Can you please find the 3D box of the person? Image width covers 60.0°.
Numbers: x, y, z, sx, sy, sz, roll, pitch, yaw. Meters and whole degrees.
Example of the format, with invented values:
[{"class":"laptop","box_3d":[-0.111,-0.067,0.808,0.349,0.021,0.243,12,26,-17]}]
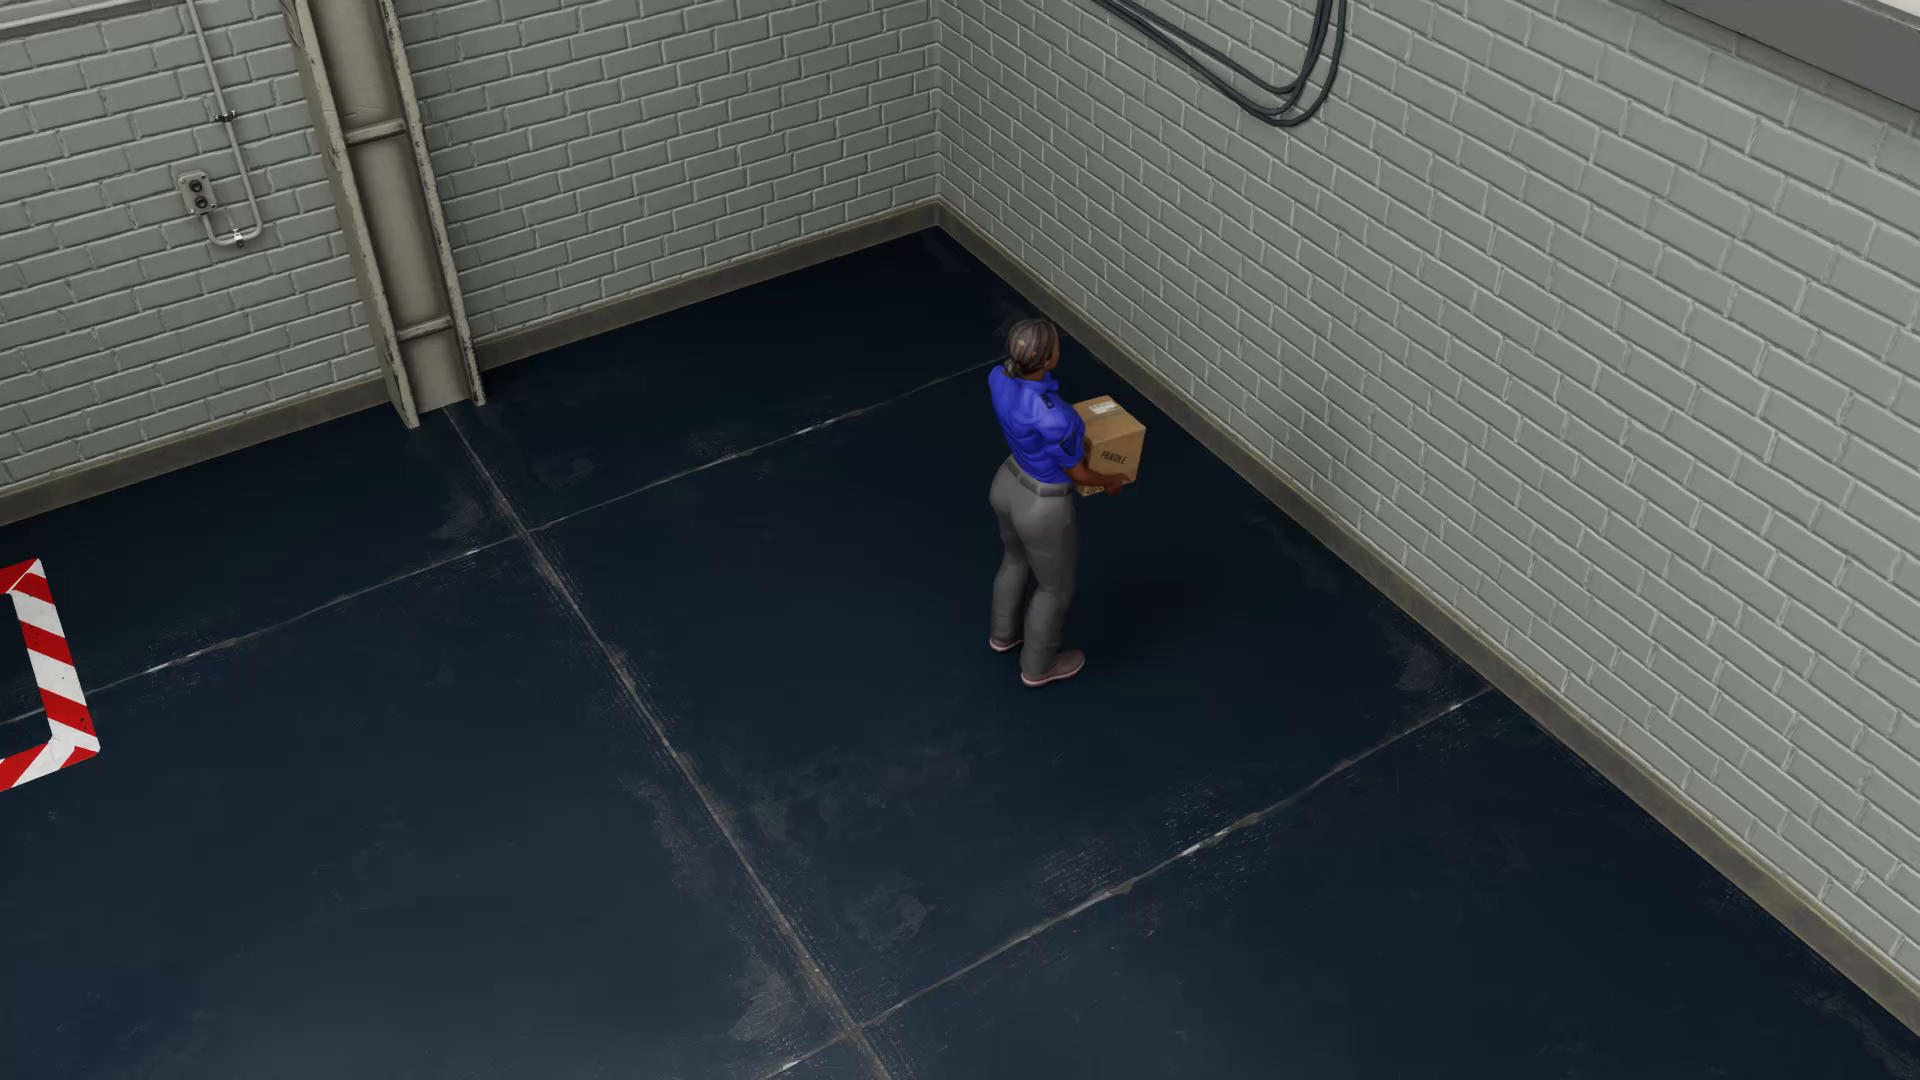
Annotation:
[{"class":"person","box_3d":[0.367,-0.172,6.366,0.500,1.655,0.449,-22,46,-24]}]
